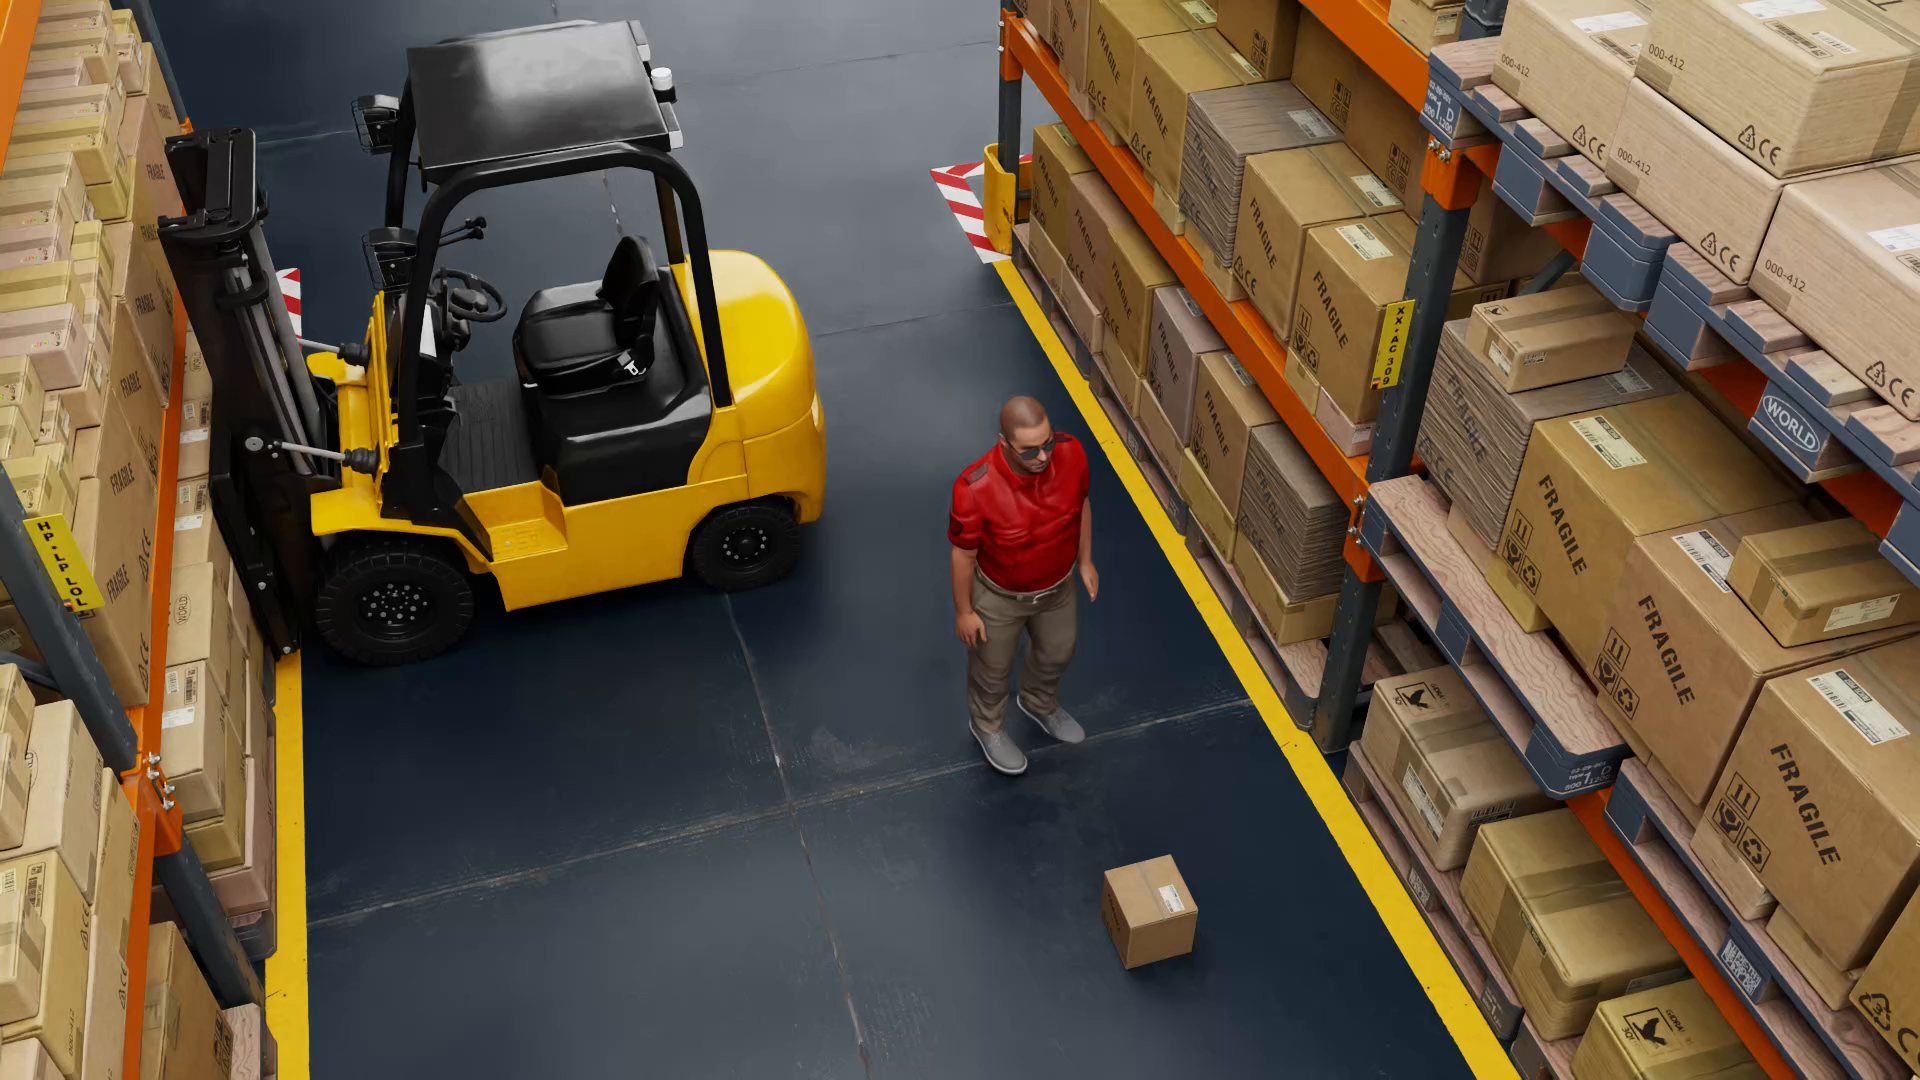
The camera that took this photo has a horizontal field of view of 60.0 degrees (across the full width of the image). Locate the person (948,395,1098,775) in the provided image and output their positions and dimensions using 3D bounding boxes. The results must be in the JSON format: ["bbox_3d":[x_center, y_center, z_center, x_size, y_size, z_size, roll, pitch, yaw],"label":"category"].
[{"bbox_3d":[0.231,0.185,5.983,0.581,1.787,0.378,-20,46,-21],"label":"person"}]
